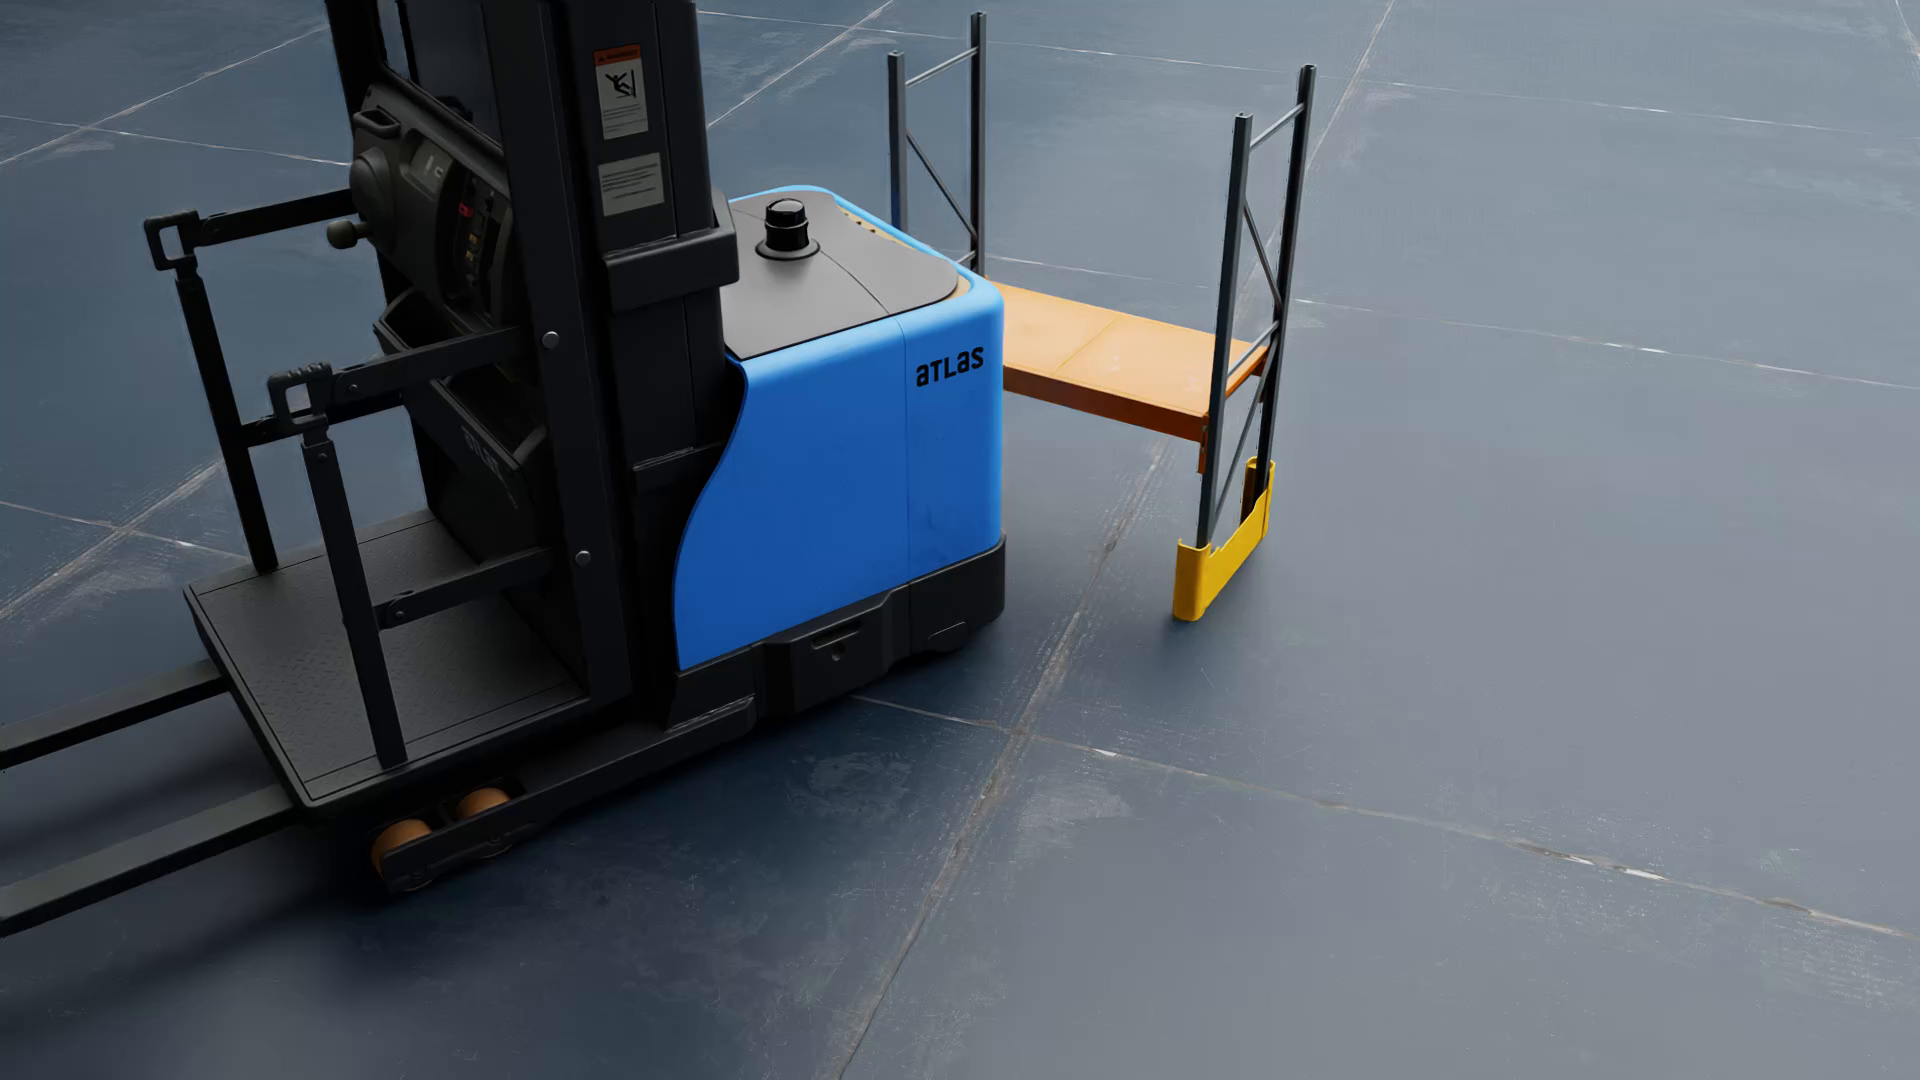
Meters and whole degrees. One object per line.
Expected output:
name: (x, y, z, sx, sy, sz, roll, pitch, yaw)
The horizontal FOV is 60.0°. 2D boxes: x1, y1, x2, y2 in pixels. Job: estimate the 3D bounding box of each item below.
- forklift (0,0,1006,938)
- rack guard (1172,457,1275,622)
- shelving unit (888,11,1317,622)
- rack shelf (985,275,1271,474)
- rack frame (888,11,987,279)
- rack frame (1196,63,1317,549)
forklift: (-1.367, -0.724, 3.670, 3.031, 2.935, 1.130, -21, 38, -29)
rack guard: (0.802, -0.010, 5.035, 0.087, 0.250, 0.587, 18, 37, 25)
shelving unit: (0.372, -0.671, 4.907, 1.083, 1.500, 0.587, 18, 37, 25)
rack shelf: (0.380, -0.518, 5.001, 1.000, 0.185, 0.538, 18, 37, 25)
rack frame: (-0.059, -0.808, 5.119, 0.032, 1.500, 0.500, 18, 37, 25)
rack frame: (0.819, -0.530, 4.688, 0.032, 1.500, 0.500, 18, 37, 25)
